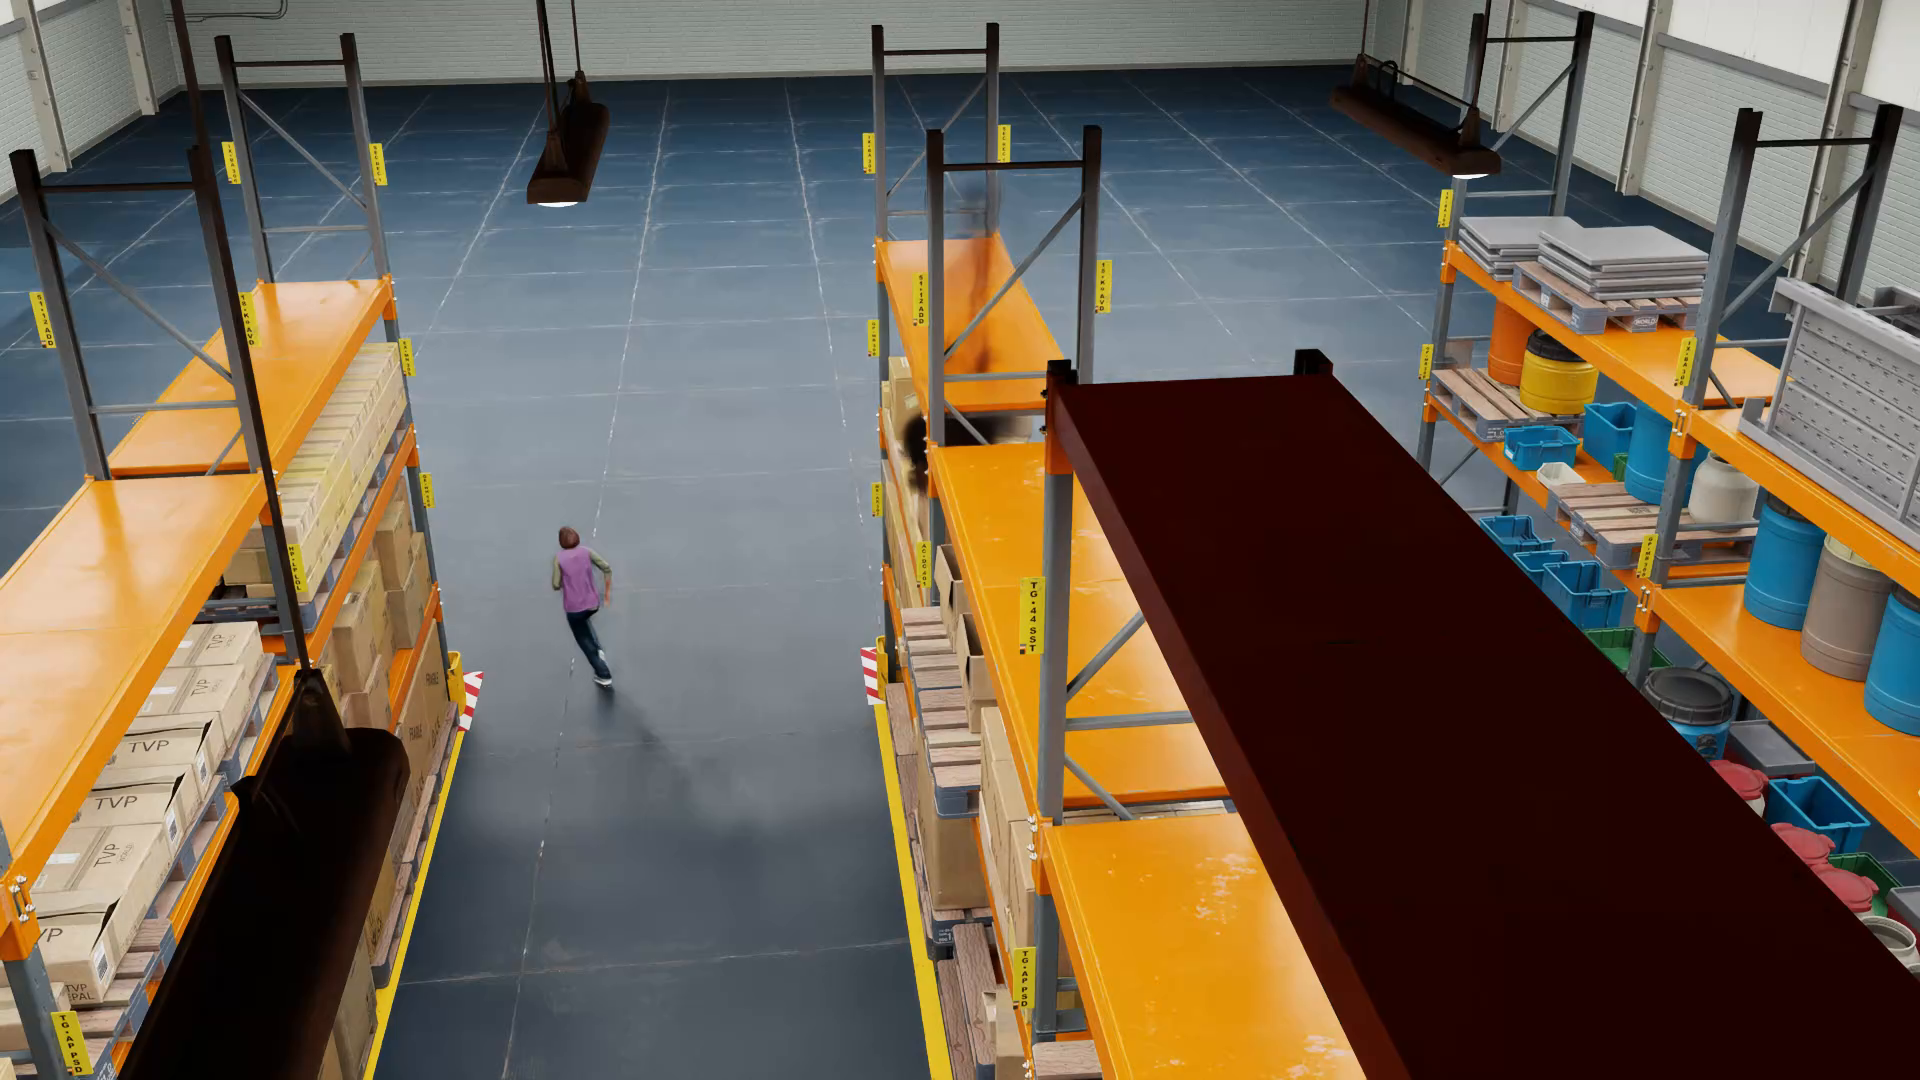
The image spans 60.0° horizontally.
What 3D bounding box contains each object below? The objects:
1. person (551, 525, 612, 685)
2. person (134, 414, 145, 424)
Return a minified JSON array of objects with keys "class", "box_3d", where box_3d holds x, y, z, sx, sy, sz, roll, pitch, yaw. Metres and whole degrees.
[{"class":"person","box_3d":[-3.512,0.590,15.443,0.496,1.526,0.695,-21,32,-37]},{"class":"person","box_3d":[-8.334,-0.467,17.688,0.977,1.628,0.655,18,31,33]}]
